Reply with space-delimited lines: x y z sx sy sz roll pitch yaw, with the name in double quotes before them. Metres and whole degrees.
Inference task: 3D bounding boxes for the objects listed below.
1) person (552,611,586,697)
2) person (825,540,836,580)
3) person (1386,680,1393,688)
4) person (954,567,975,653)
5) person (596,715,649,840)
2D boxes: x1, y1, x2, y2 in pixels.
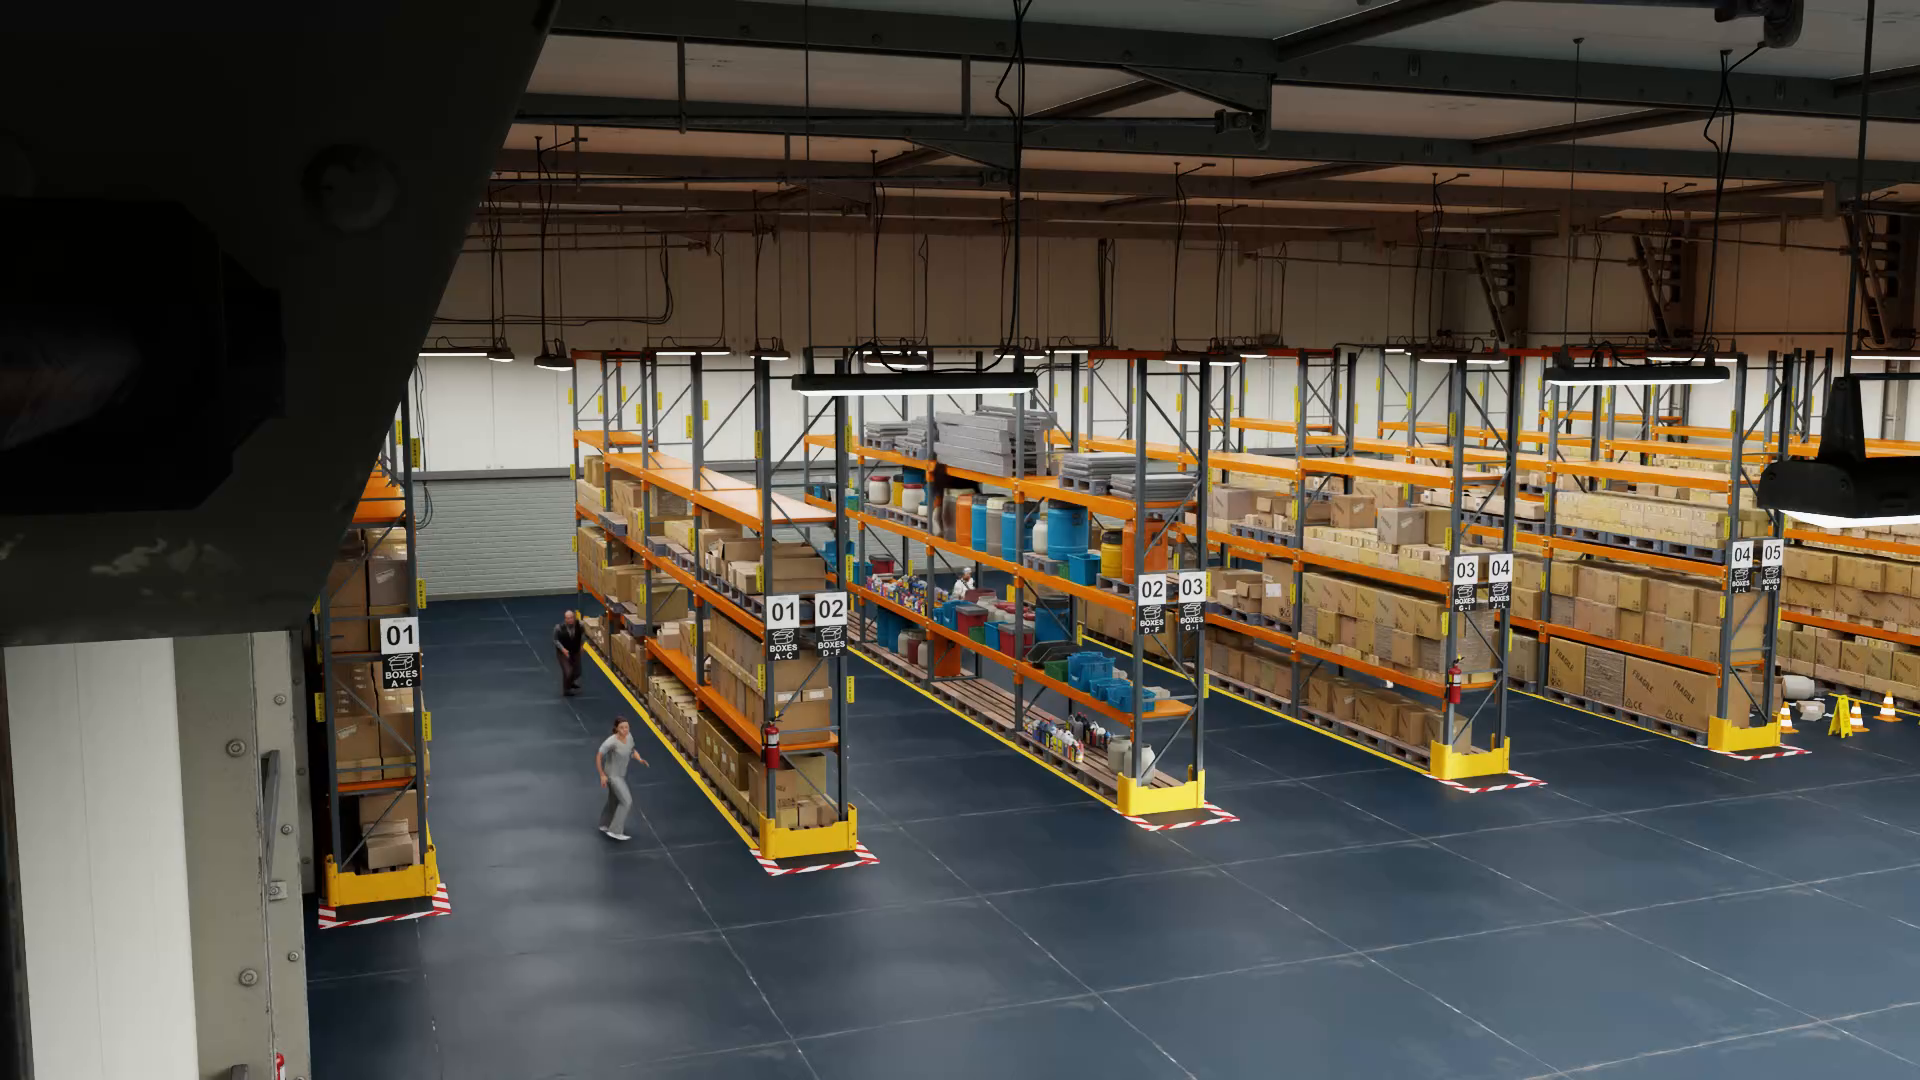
"person" -6.834 1.955 28.991 0.644 1.565 0.870 -5 9 -37
"person" -3.099 0.516 40.725 0.753 1.522 0.609 3 8 20
"person" 7.936 1.770 30.046 0.726 1.634 1.022 -1 7 -6
"person" 0.110 1.385 33.192 0.580 1.723 0.841 -3 8 -26
"person" -4.272 2.975 20.899 0.782 1.627 0.575 2 7 13
